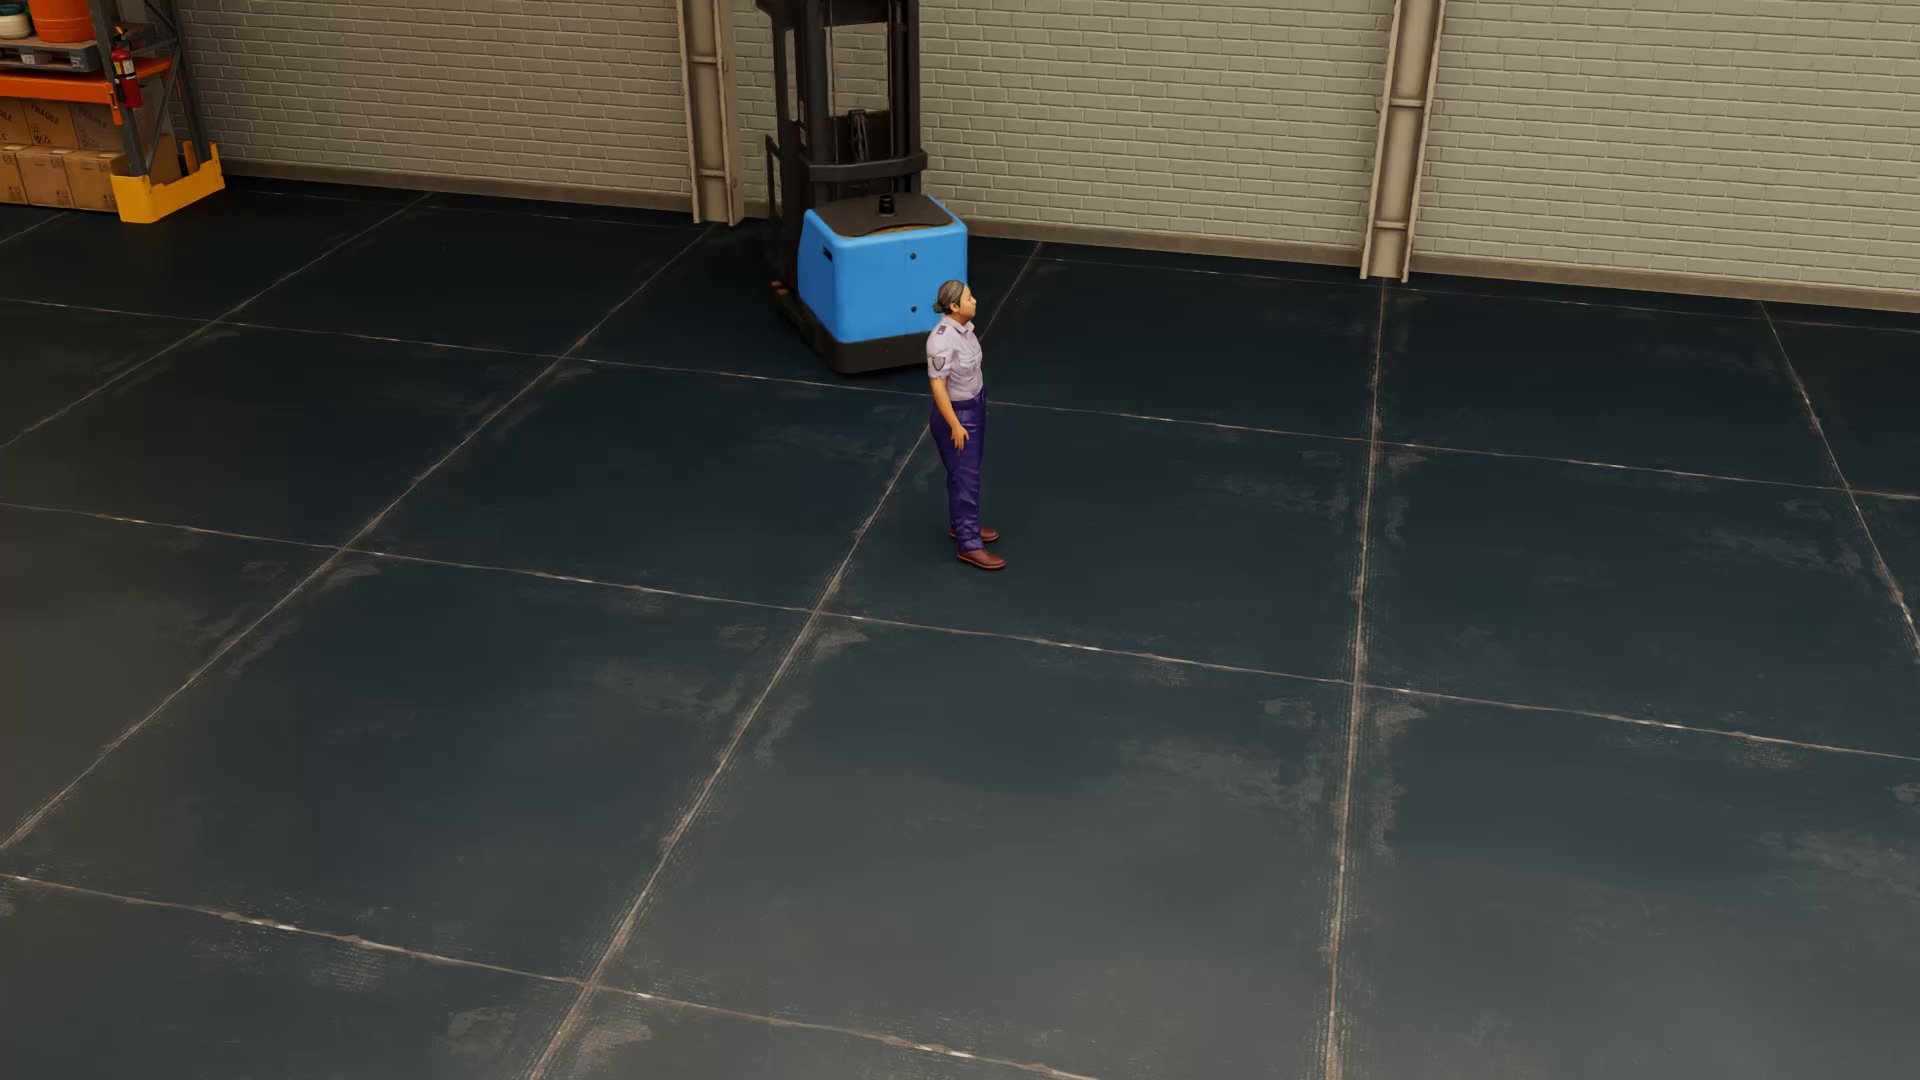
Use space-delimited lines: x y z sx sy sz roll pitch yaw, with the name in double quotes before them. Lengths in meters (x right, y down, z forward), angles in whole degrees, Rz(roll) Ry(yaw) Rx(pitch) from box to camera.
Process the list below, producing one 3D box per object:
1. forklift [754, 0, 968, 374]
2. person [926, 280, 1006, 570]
"forklift" -0.933 -3.200 12.819 1.130 2.935 3.031 -11 31 -18
"person" 0.082 -0.698 9.697 0.502 1.643 0.598 7 30 12
